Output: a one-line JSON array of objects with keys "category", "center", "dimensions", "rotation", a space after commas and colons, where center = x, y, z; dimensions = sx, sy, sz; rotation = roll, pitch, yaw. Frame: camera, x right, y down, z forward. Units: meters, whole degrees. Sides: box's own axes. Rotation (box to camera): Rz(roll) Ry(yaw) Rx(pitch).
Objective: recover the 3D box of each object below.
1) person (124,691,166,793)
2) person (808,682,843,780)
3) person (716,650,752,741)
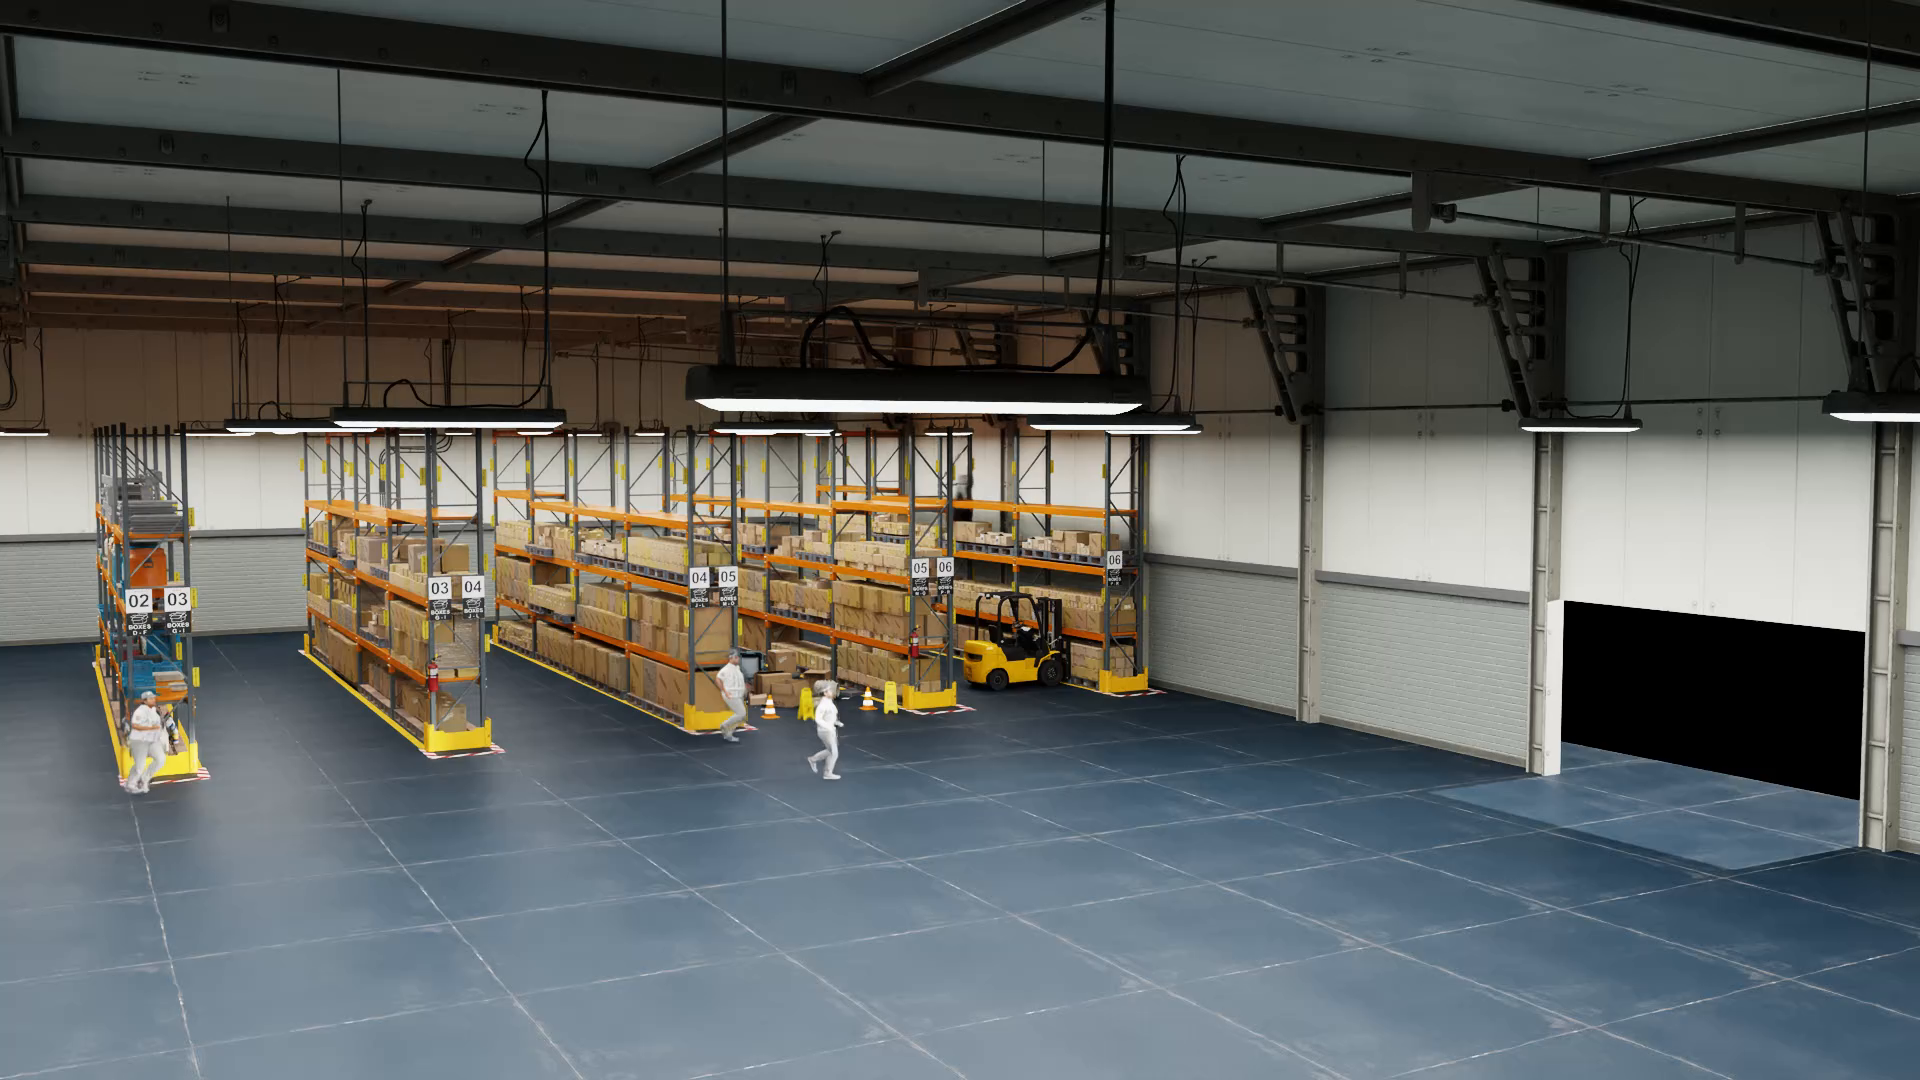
[{"category": "person", "center": [-13.159, 3.281, 26.975], "dimensions": [0.636, 1.656, 0.610], "rotation": [1, 4, 13]}, {"category": "person", "center": [-2.274, 3.204, 27.935], "dimensions": [0.580, 1.649, 0.606], "rotation": [0, 3, 7]}, {"category": "person", "center": [-4.235, 2.945, 31.484], "dimensions": [0.590, 1.744, 0.654], "rotation": [1, 4, 14]}]
